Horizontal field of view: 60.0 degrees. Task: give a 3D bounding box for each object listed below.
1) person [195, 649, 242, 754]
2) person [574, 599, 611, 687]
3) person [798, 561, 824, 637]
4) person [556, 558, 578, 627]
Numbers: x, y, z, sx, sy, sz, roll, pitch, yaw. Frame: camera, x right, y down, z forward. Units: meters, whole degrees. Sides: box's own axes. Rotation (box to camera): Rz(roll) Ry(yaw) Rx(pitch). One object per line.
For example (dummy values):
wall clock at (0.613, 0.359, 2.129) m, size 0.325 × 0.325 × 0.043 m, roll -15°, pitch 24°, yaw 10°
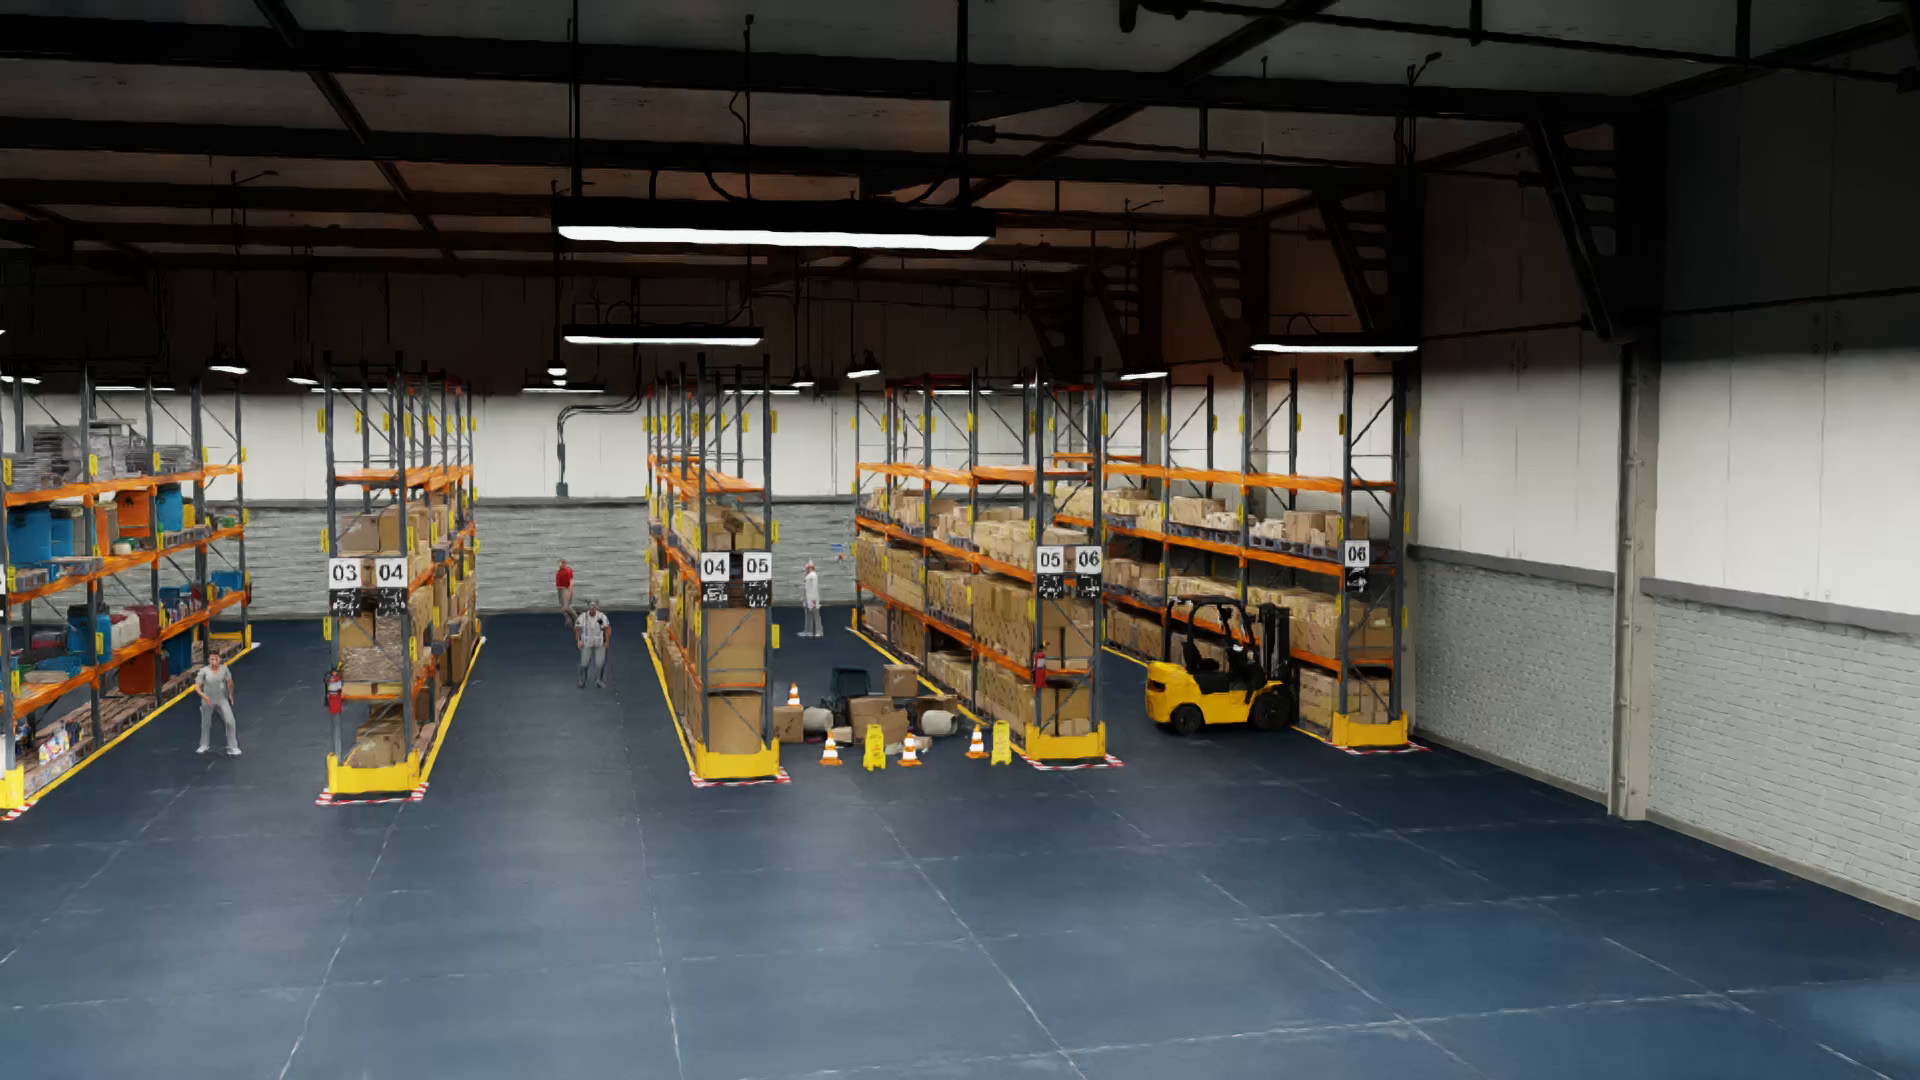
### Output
person at (-11.265, 2.439, 25.188) m, size 0.609 × 1.604 × 0.814 m, roll -2°, pitch 5°, yaw -29°
person at (-6.976, 1.957, 31.573) m, size 0.682 × 1.711 × 0.528 m, roll -1°, pitch 4°, yaw -14°
person at (-3.488, 1.385, 39.090) m, size 0.538 × 1.778 × 0.676 m, roll -1°, pitch 4°, yaw -20°
person at (-9.659, 1.292, 40.874) m, size 0.696 × 1.714 × 0.470 m, roll 4°, pitch 5°, yaw 41°
